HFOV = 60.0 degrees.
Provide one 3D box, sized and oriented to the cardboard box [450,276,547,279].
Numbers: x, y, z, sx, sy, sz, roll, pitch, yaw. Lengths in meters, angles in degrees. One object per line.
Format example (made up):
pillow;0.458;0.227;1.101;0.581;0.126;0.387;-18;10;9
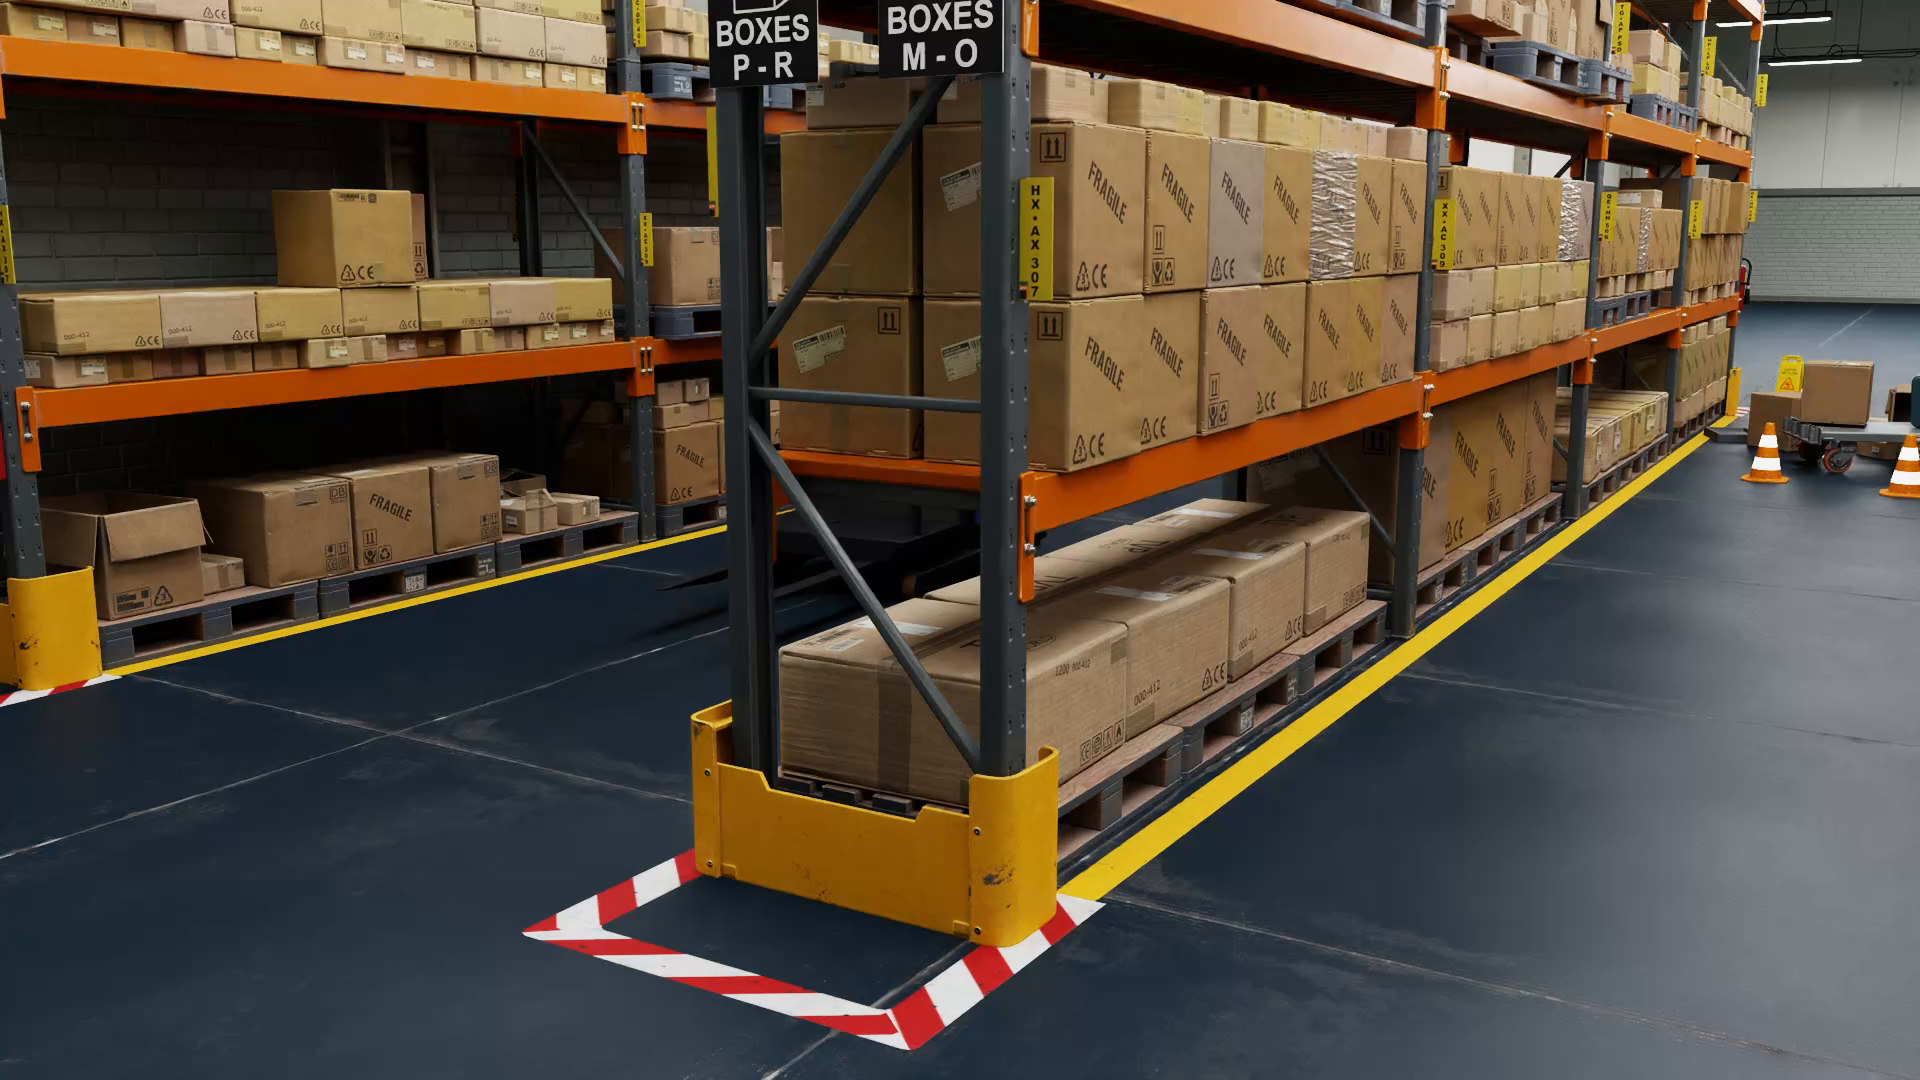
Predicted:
cardboard box;-2.920;-1.525;10.465;0.500;0.250;0.500;6;12;30

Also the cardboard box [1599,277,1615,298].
cardboard box;4.573;-1.857;12.176;0.380;0.149;0.250;5;12;27

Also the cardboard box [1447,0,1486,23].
cardboard box;2.371;-2.691;8.166;0.396;0.266;0.258;6;12;30

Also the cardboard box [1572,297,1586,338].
cardboard box;3.848;-1.482;11.043;0.500;0.250;0.500;6;12;29

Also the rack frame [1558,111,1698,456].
rack frame;5.965;-2.290;14.947;1.000;3.000;0.127;6;12;31

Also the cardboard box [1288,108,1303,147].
cardboard box;1.091;-1.577;6.389;0.380;0.149;0.250;6;12;31

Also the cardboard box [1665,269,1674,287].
cardboard box;5.934;-2.265;14.359;0.380;0.149;0.250;7;12;32

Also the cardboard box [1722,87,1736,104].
cardboard box;7.351;-4.336;16.241;0.380;0.149;0.250;7;13;32

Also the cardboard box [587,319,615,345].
cardboard box;-2.382;-1.307;10.383;0.380;0.149;0.250;7;12;31

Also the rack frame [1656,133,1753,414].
rack frame;8.042;-2.919;18.308;1.000;3.000;0.127;6;12;31

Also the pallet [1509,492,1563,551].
pallet;3.415;-0.173;11.220;1.003;0.211;1.213;6;12;31

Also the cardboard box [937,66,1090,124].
cardboard box;0.156;-1.291;4.862;0.380;0.149;0.250;7;13;32

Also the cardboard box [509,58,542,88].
cardboard box;-2.643;-2.692;9.626;0.380;0.149;0.250;7;13;33

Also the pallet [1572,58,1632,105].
pallet;3.599;-2.936;10.760;1.213;0.211;1.003;7;13;33

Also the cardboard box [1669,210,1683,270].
cardboard box;5.921;-2.597;14.367;0.500;0.500;0.500;6;12;30

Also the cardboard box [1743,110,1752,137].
cardboard box;8.006;-4.359;17.451;0.500;0.250;0.500;6;12;30

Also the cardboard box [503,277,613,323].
cardboard box;-2.489;-1.474;10.191;0.500;0.250;0.500;7;13;32

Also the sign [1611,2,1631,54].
sign;4.358;-3.374;10.966;0.100;0.325;0.005;6;12;31

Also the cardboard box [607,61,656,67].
cardboard box;-2.228;-3.207;10.967;0.380;0.149;0.250;7;13;32

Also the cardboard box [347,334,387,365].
cardboard box;-3.274;-1.019;8.844;0.380;0.149;0.250;7;13;32

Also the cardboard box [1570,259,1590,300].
cardboard box;3.854;-1.732;11.018;0.500;0.250;0.500;6;12;30

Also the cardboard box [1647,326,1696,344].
cardboard box;6.618;-1.913;15.465;0.380;0.149;0.250;7;12;32

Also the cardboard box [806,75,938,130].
cardboard box;-0.250;-1.337;5.109;0.380;0.149;0.250;7;12;31

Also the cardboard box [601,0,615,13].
cardboard box;-2.332;-3.516;10.682;0.396;0.266;0.258;6;12;30

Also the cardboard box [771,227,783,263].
cardboard box;-1.314;-2.020;12.095;0.700;0.500;0.500;6;12;30

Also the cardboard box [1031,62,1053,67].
cardboard box;0.405;-4.093;14.743;0.700;0.500;0.500;6;12;30

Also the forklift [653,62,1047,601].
forklift;-0.562;-1.200;9.313;1.130;2.935;3.031;5;12;26

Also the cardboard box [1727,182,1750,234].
cardboard box;7.517;-3.335;16.736;0.700;0.500;0.500;6;12;30

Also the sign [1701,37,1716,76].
sign;6.441;-4.159;14.307;0.100;0.325;0.005;6;12;31

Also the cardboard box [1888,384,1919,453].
cardboard box;8.815;-1.092;14.967;0.797;0.637;0.503;6;12;31

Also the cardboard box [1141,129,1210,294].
cardboard box;0.490;-1.073;5.461;0.500;0.500;0.500;6;12;29

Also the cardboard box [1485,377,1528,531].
cardboard box;2.992;-0.582;10.459;0.875;0.875;0.875;7;12;31

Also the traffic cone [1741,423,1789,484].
traffic cone;6.518;-0.714;13.425;0.336;0.463;0.334;6;12;31

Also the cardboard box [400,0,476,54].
cardboard box;-3.006;-2.790;9.067;0.500;0.250;0.500;7;13;32

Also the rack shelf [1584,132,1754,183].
rack shelf;7.003;-3.725;16.418;1.077;0.370;4.000;6;12;31

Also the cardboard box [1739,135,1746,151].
cardboard box;7.994;-4.145;17.386;0.380;0.149;0.250;6;12;31

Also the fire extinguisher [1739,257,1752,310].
fire extinguisher;8.495;-2.855;18.176;0.296;0.674;0.183;6;12;31

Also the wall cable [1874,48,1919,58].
wall cable;25.858;-14.011;43.605;3.097;2.526;0.112;6;12;31

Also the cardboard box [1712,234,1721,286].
cardboard box;7.190;-2.768;16.421;0.500;0.500;0.500;7;12;31

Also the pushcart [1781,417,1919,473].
pushcart;7.940;-0.791;14.067;1.648;0.377;0.936;2;11;11

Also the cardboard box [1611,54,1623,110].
cardboard box;4.389;-3.332;12.093;0.700;0.500;0.500;6;12;31

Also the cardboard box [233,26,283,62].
cardboard box;-3.537;-2.409;8.113;0.380;0.149;0.250;6;12;31

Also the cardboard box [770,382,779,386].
cardboard box;-1.279;-1.089;12.424;0.380;0.149;0.250;6;12;31

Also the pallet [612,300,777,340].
pallet;-1.924;-1.526;11.390;1.003;0.211;1.213;6;12;31

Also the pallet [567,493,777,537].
pallet;-2.043;-0.266;11.716;1.003;0.211;1.213;6;12;31

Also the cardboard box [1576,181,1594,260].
cardboard box;3.843;-2.095;10.918;0.500;0.500;0.500;6;12;29

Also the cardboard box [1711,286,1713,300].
cardboard box;7.182;-2.428;16.367;0.380;0.149;0.250;6;12;30

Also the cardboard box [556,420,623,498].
cardboard box;-2.430;-0.588;11.511;0.500;0.500;0.500;6;12;30

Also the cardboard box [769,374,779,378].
cardboard box;-1.429;-1.213;13.085;0.380;0.149;0.250;6;12;29

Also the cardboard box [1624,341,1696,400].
cardboard box;6.502;-1.580;15.451;0.500;0.500;0.500;7;13;33

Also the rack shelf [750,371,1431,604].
rack shelf;0.773;-0.363;6.613;1.077;0.370;4.000;6;12;31

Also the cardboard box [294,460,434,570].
cardboard box;-3.274;-0.145;9.145;0.500;0.500;0.500;7;12;32

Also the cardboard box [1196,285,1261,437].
cardboard box;0.748;-0.660;5.971;0.500;0.500;0.500;6;12;30

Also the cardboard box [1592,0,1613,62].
cardboard box;3.822;-3.318;10.869;0.797;0.503;0.637;6;12;27
